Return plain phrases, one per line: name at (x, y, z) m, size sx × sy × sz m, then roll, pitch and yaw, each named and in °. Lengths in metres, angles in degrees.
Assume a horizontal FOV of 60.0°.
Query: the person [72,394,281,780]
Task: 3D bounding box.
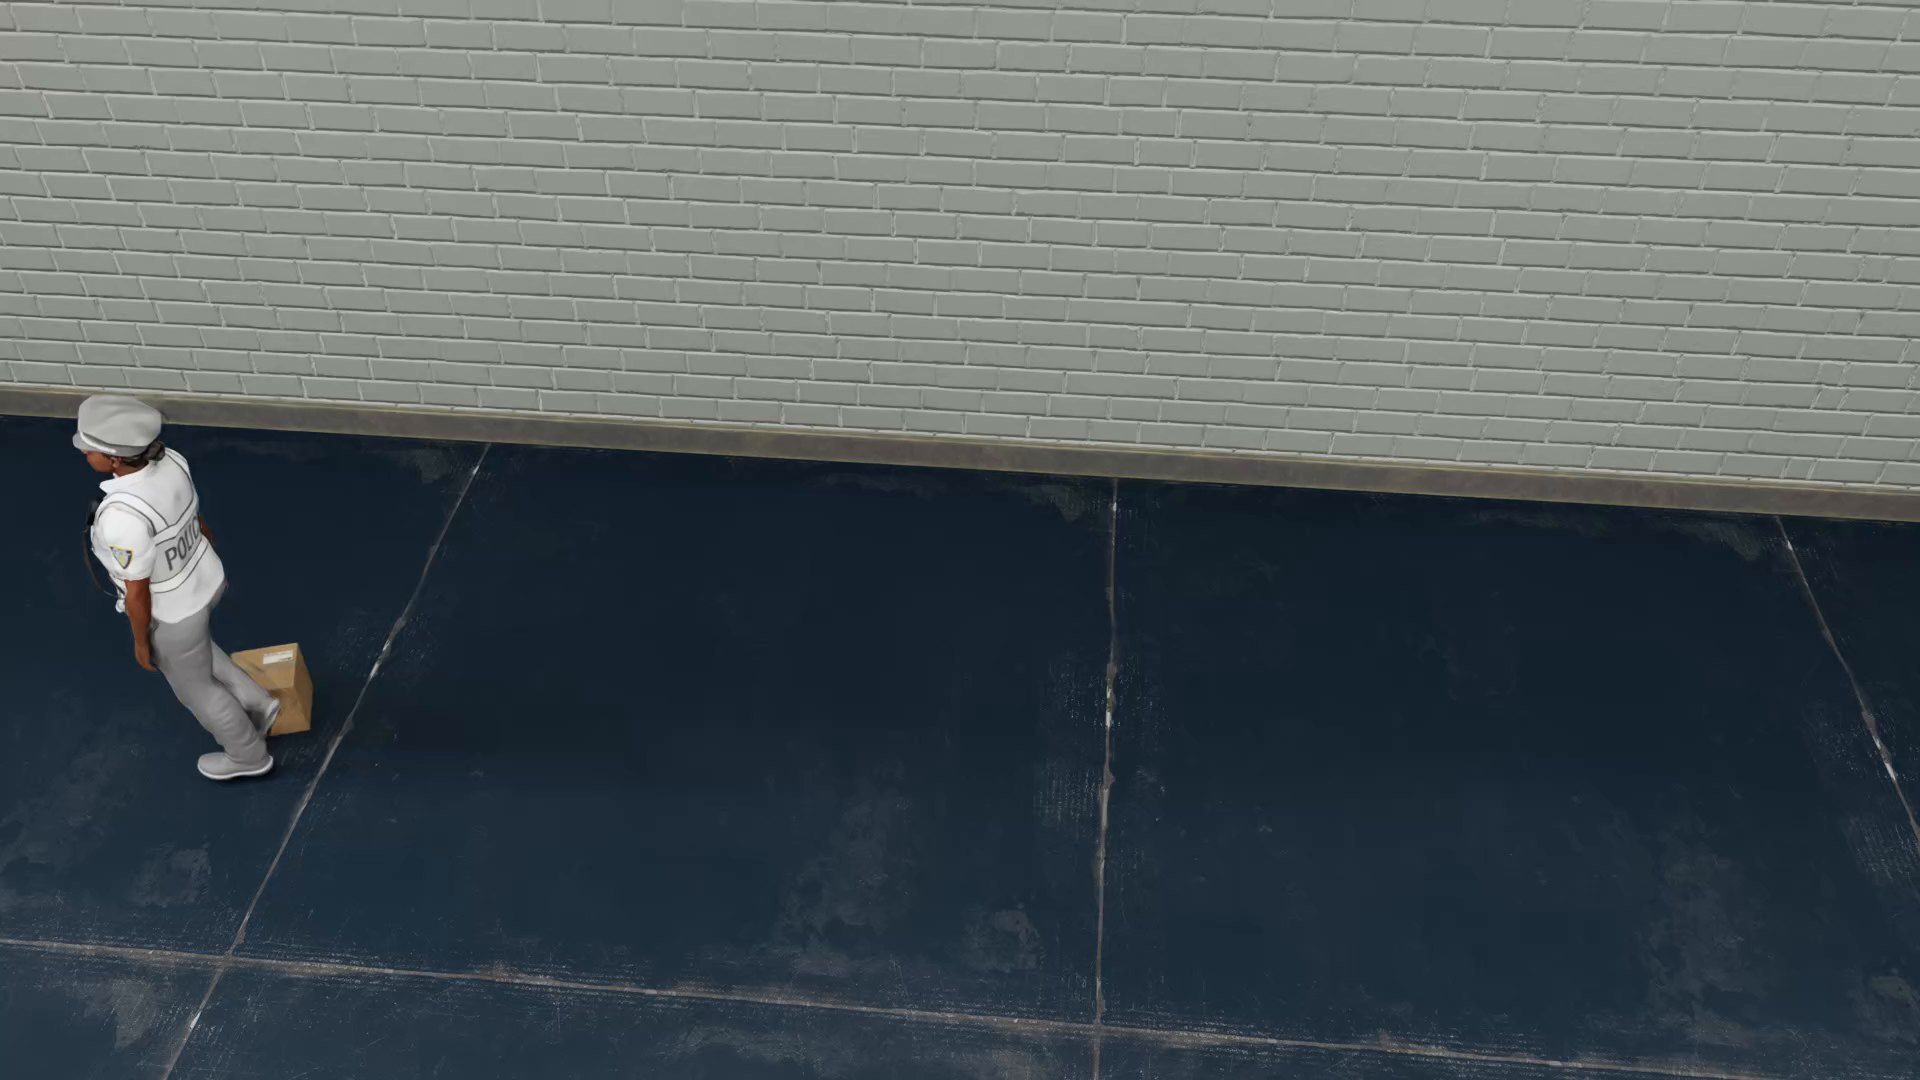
person at (-2.798, 0.206, 5.855) m, size 0.438 × 1.688 × 0.482 m, roll 1°, pitch 40°, yaw 2°
